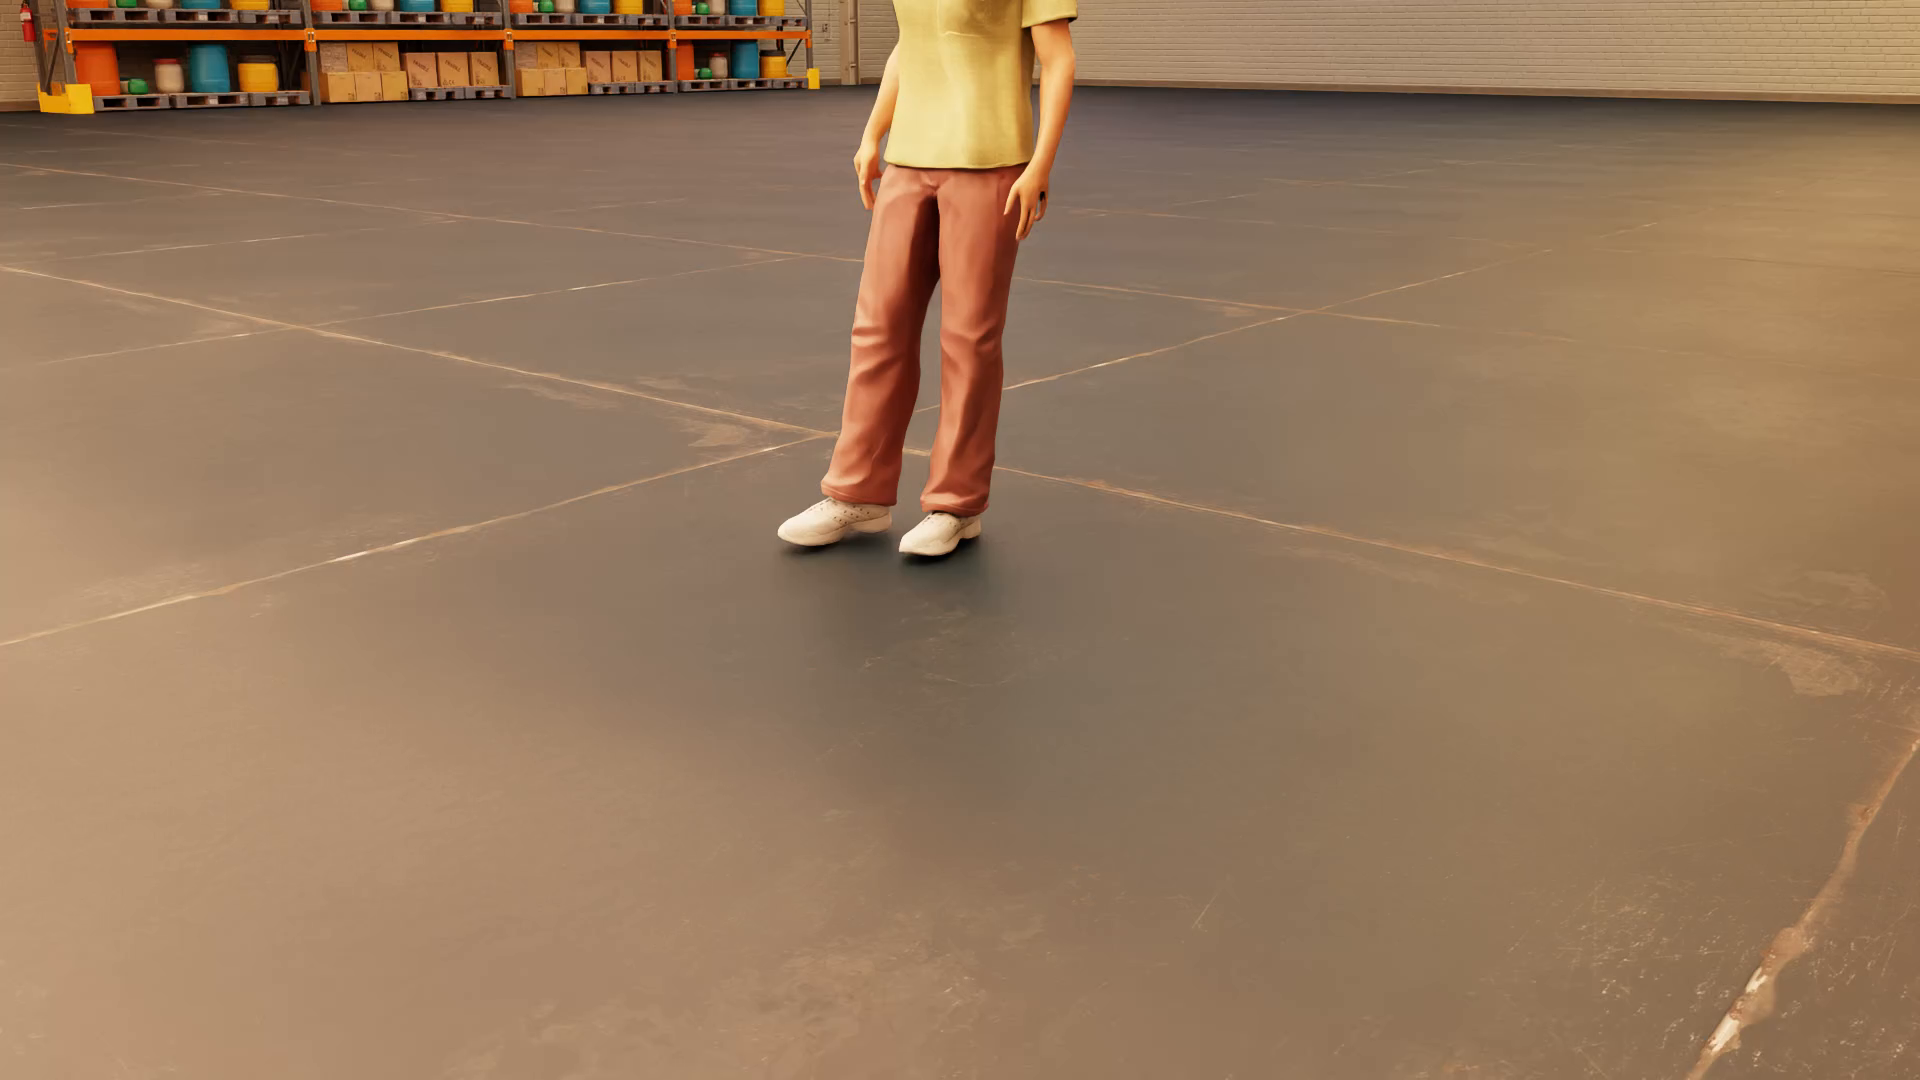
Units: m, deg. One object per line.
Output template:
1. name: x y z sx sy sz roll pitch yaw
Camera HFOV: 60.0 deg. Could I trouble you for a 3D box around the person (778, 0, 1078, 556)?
1. person: -0.056 -0.795 3.649 0.553 1.676 0.549 13 21 37
